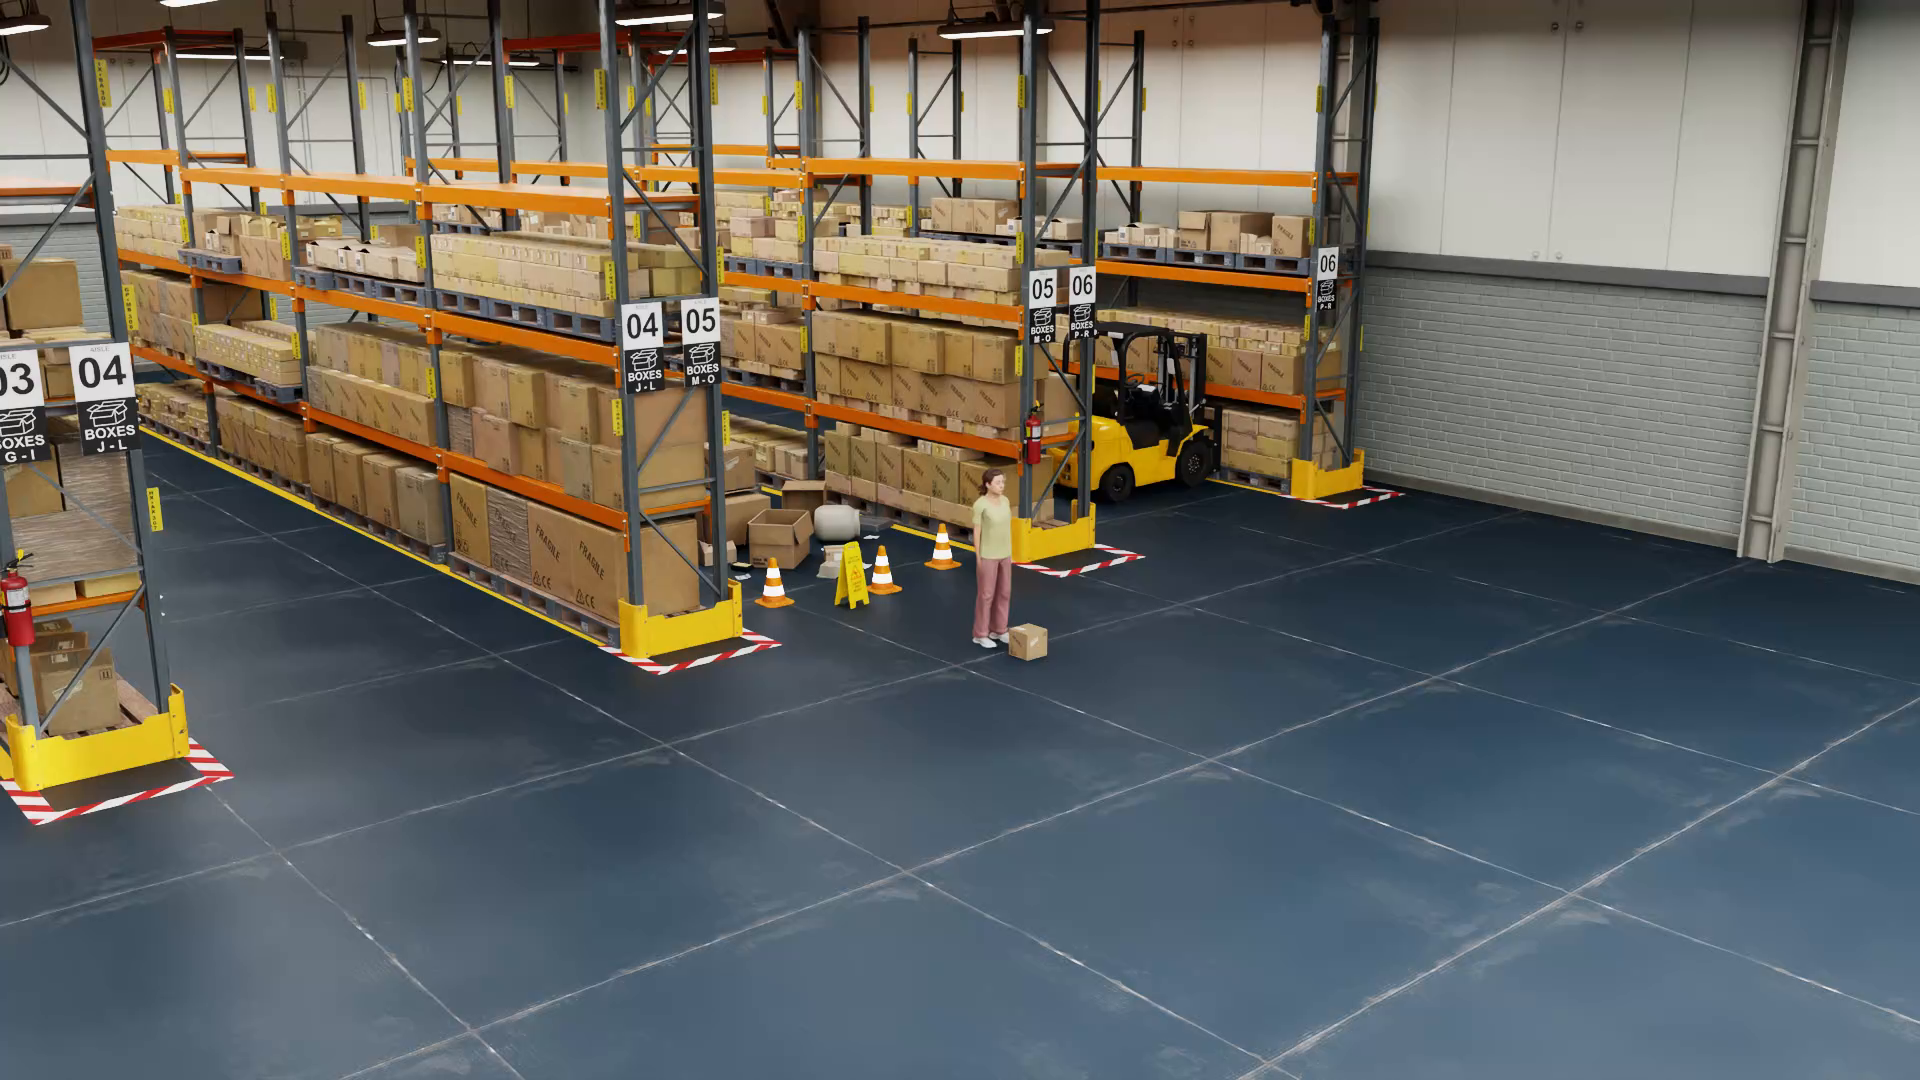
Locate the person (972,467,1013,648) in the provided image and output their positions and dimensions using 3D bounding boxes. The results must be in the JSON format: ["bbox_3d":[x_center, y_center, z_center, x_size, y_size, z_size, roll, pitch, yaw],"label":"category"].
[{"bbox_3d":[0.309,0.153,15.418,0.441,1.672,0.352,-12,18,-38],"label":"person"}]
